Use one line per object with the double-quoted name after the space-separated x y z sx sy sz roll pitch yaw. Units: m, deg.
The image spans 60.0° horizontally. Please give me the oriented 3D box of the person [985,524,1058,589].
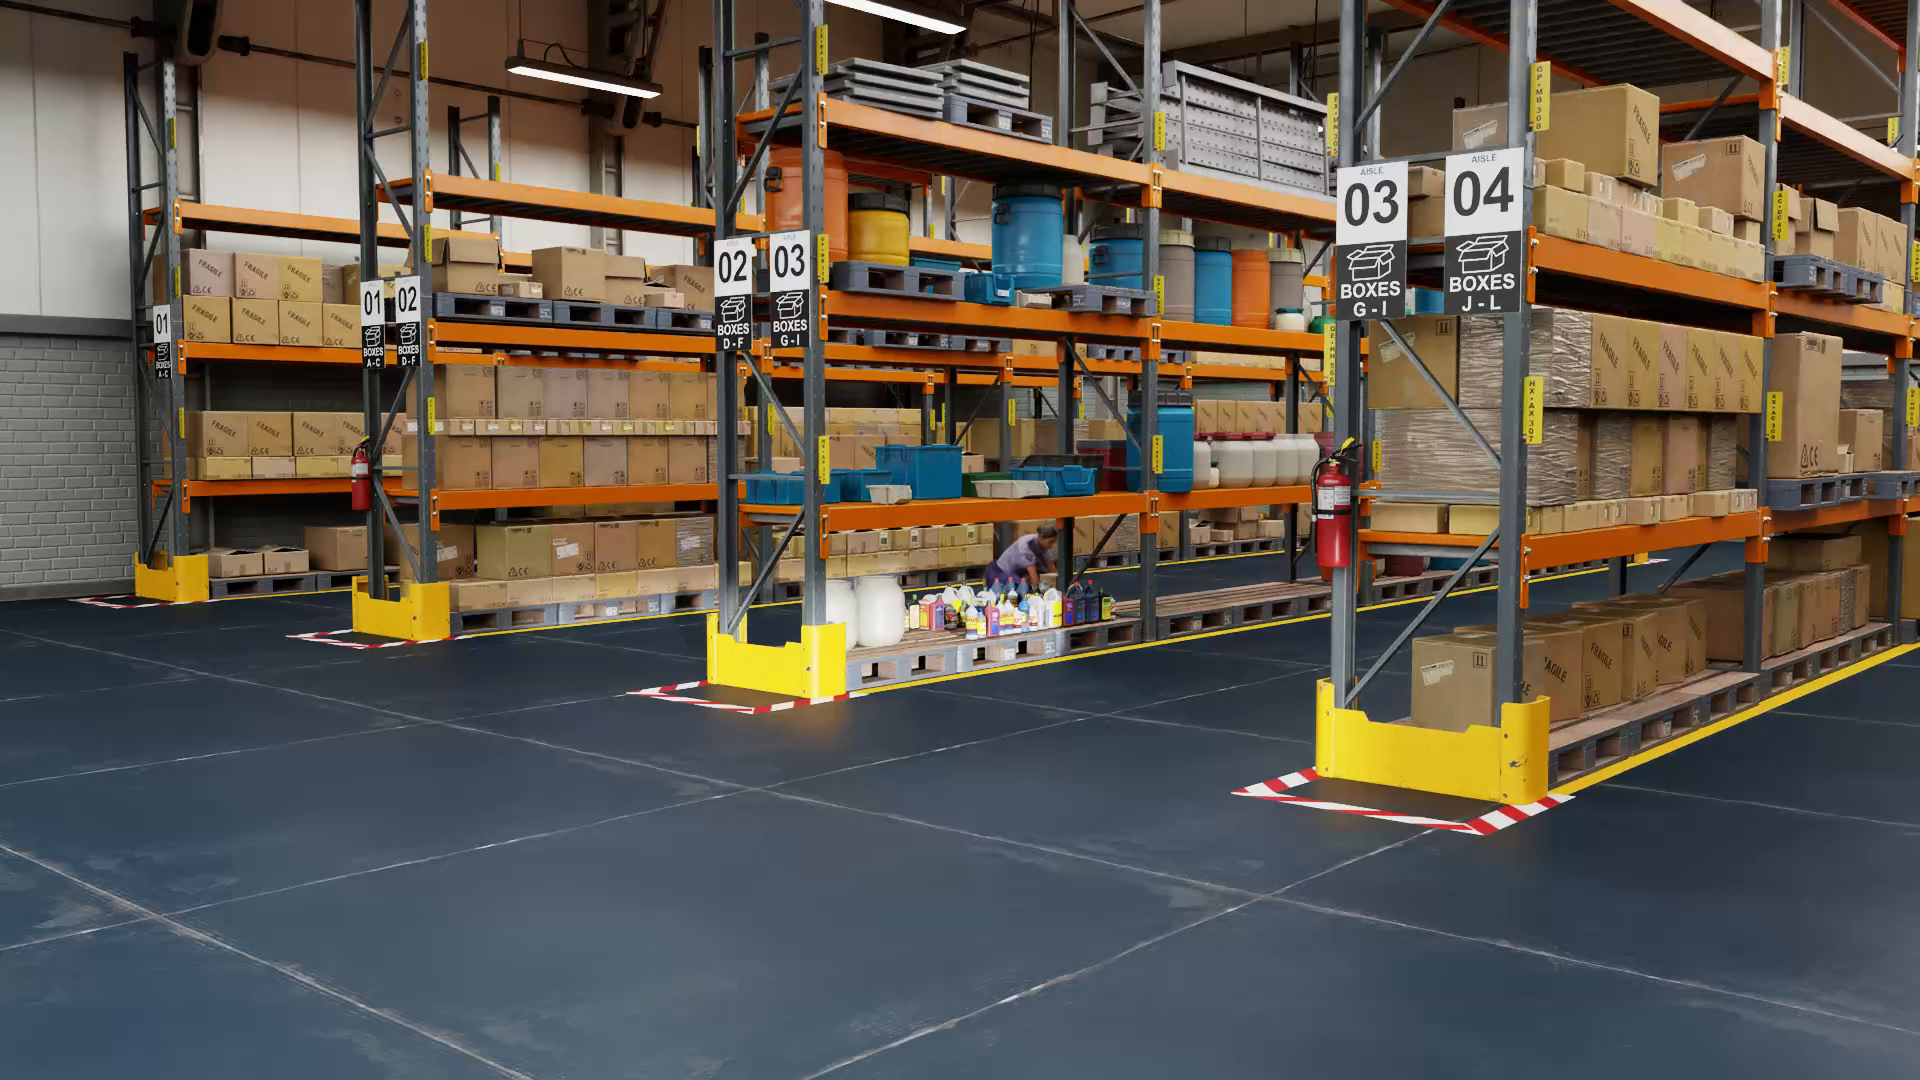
0.658 0.311 16.384 0.834 0.945 0.505 3 5 40 "person"
